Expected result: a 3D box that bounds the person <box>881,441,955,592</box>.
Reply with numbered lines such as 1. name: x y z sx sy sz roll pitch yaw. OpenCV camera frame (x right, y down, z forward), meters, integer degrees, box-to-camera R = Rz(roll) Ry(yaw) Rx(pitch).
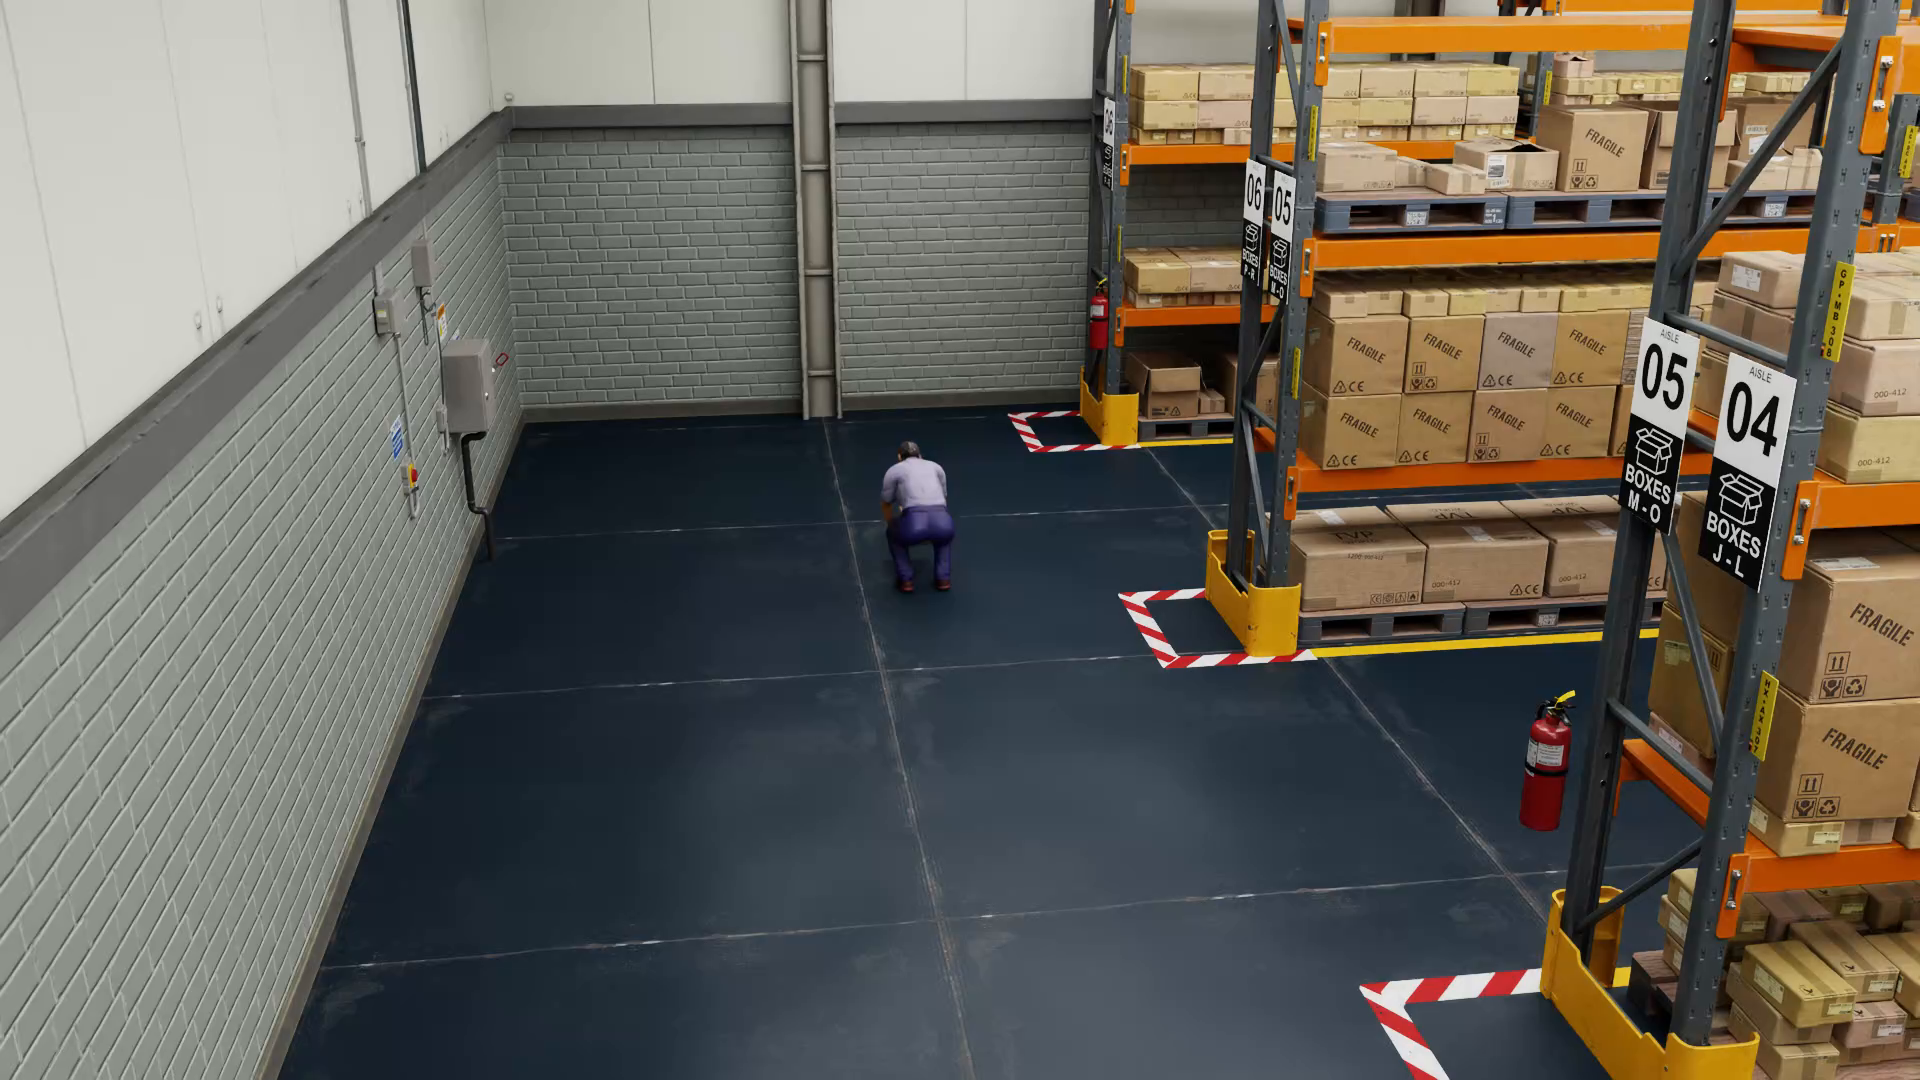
1. person: -0.310 -0.164 12.446 0.529 1.033 0.793 -3 20 -8
